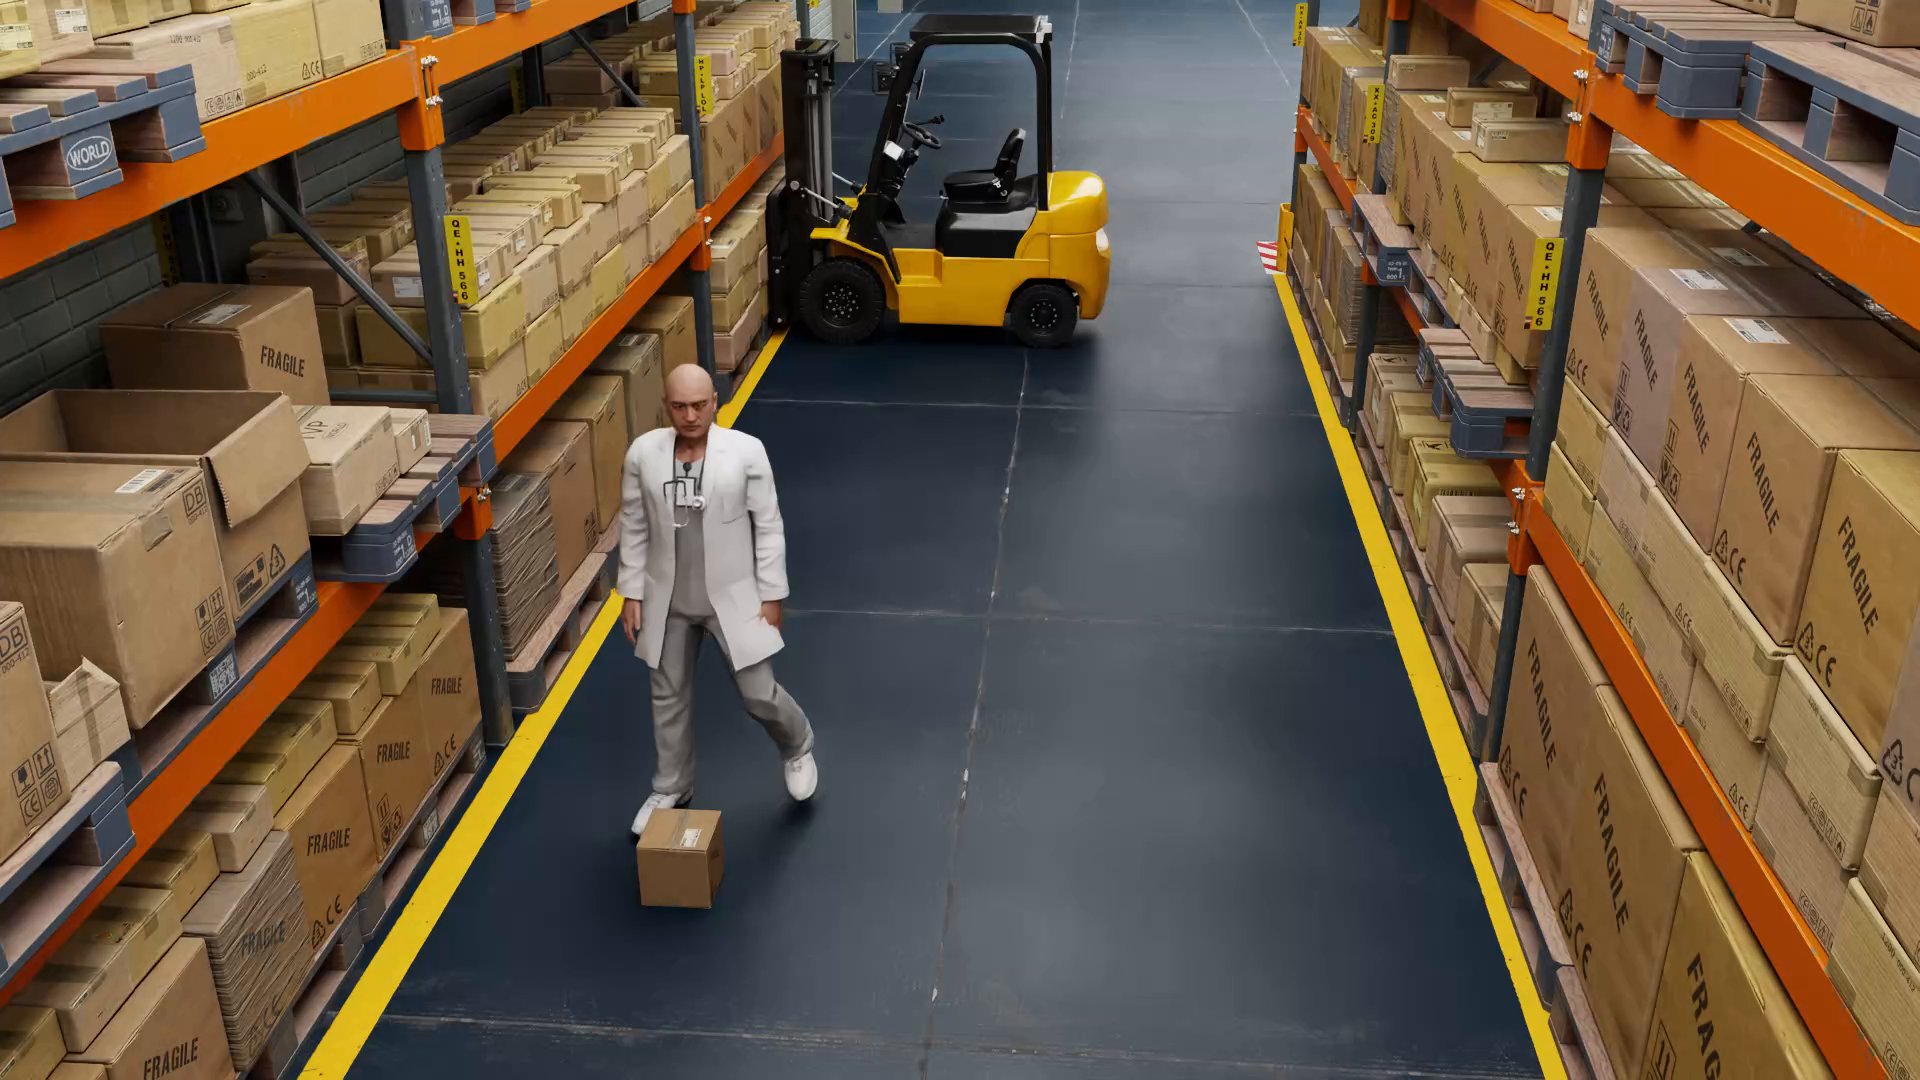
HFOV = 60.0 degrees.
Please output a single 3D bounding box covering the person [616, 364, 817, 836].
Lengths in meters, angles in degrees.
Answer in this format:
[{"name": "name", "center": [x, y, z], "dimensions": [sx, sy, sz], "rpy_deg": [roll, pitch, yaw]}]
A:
[{"name": "person", "center": [-0.909, 0.206, 6.122], "dimensions": [0.702, 1.786, 0.600], "rpy_deg": [2, 24, 5]}]
